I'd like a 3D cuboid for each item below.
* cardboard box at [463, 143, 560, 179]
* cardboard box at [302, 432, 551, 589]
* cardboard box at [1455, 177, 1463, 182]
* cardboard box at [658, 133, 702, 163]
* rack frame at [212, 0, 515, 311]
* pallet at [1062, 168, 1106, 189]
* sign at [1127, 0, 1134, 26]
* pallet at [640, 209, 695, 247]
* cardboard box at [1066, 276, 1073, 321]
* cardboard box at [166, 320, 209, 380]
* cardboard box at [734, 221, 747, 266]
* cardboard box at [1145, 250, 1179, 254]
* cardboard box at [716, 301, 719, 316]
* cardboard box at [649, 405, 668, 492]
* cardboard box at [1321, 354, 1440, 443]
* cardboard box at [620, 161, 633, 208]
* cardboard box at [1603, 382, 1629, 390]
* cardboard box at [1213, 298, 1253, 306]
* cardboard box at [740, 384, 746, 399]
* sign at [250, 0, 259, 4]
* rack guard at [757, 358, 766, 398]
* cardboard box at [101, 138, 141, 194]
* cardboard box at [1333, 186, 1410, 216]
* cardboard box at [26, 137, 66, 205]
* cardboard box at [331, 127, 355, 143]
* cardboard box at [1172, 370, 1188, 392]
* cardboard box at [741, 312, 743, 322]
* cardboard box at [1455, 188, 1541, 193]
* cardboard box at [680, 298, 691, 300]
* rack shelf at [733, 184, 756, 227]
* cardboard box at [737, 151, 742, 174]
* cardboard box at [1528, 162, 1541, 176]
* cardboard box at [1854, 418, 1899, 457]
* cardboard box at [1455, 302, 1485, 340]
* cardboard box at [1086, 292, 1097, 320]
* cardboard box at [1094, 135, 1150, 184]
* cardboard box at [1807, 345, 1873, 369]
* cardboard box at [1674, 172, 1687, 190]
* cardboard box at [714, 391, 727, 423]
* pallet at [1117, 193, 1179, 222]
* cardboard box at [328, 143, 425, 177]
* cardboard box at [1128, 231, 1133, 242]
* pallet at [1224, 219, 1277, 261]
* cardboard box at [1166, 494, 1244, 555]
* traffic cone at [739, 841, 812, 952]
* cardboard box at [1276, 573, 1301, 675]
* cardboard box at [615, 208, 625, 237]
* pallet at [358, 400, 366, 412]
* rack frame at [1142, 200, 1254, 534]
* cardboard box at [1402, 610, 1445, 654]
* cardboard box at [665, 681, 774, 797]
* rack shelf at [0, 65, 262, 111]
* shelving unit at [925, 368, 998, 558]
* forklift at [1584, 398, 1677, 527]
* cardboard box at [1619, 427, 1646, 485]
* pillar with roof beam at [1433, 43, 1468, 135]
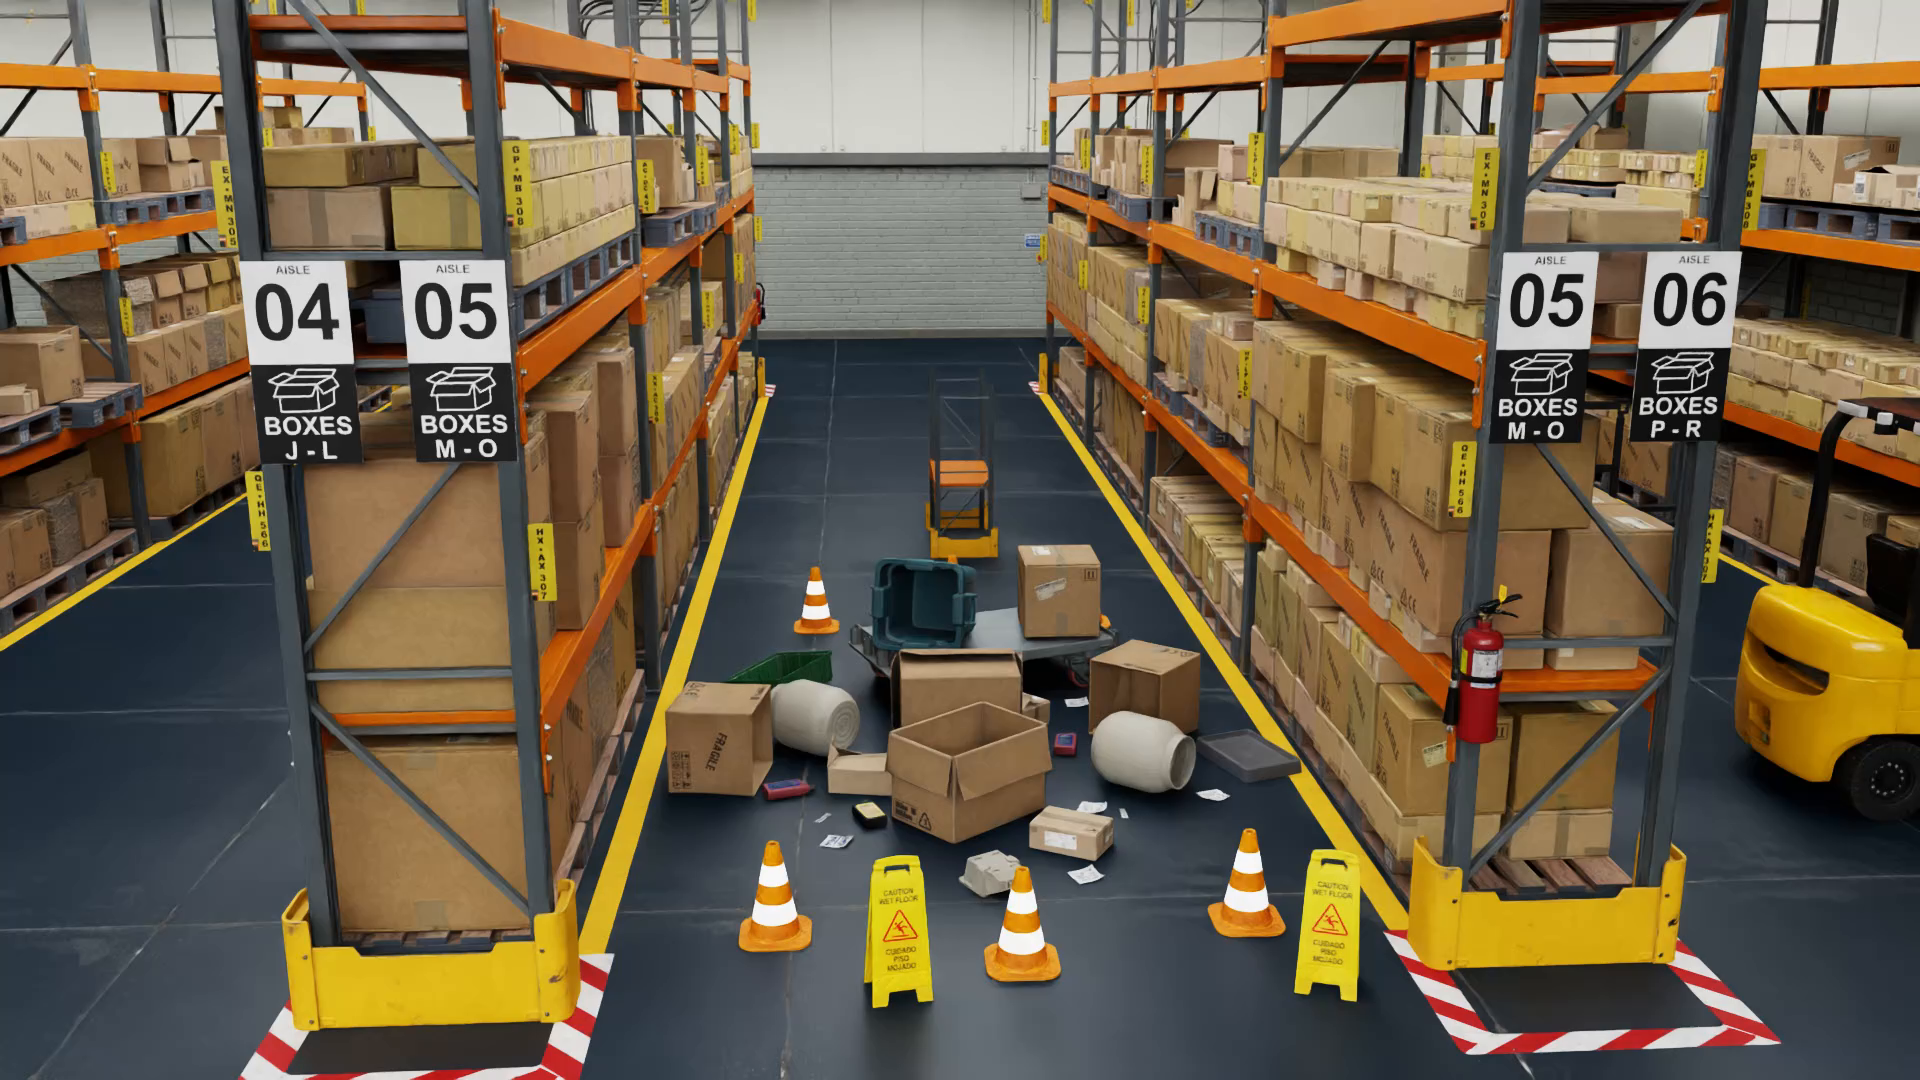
[{"bbox_3d":[-2.000,-1.690,7.416,0.380,0.149,0.250,-1,14,-3],"label":"cardboard box"},{"bbox_3d":[-2.235,-0.133,7.055,0.875,0.550,0.550,-1,14,-3],"label":"cardboard box"},{"bbox_3d":[6.432,-4.468,20.857,0.380,0.149,0.250,-1,14,-3],"label":"cardboard box"},{"bbox_3d":[-2.528,-3.539,15.004,0.396,0.266,0.258,-1,14,-3],"label":"cardboard box"},{"bbox_3d":[-2.251,-2.350,6.100,1.000,3.000,0.127,-1,14,-3],"label":"rack frame"},{"bbox_3d":[1.827,-4.446,20.446,1.003,0.211,1.213,-1,14,-3],"label":"pallet"},{"bbox_3d":[2.234,-6.926,21.853,0.100,0.325,0.005,-1,14,-3],"label":"sign"},{"bbox_3d":[-2.582,-2.358,12.530,1.003,0.211,1.213,0,14,-1],"label":"pallet"},{"bbox_3d":[1.573,-2.943,20.244,0.500,0.500,0.500,-1,14,-4],"label":"cardboard box"},{"bbox_3d":[-7.531,-1.812,15.847,0.500,0.500,0.500,-1,14,-4],"label":"cardboard box"},{"bbox_3d":[-2.857,-3.604,20.208,0.500,0.500,0.500,-1,14,-5],"label":"cardboard box"},{"bbox_3d":[2.258,-2.827,17.788,0.500,0.500,0.500,-1,14,-2],"label":"cardboard box"},{"bbox_3d":[-2.743,-2.431,17.521,0.380,0.149,0.250,0,14,-1],"label":"cardboard box"},{"bbox_3d":[-2.263,-0.623,11.226,0.500,0.500,0.500,-1,14,-3],"label":"cardboard box"},{"bbox_3d":[2.383,-0.724,9.016,0.700,0.500,0.500,-1,14,-4],"label":"cardboard box"},{"bbox_3d":[-2.212,-2.097,9.796,0.500,0.250,0.500,-1,14,-4],"label":"cardboard box"},{"bbox_3d":[7.292,-1.639,18.248,0.380,0.149,0.250,-2,15,-6],"label":"cardboard box"},{"bbox_3d":[2.493,-1.823,14.450,0.500,0.500,0.500,-1,14,-5],"label":"cardboard box"},{"bbox_3d":[-2.814,-1.812,20.331,0.380,0.149,0.250,-1,14,-4],"label":"cardboard box"},{"bbox_3d":[-7.410,-5.785,17.417,0.100,0.325,0.005,-1,14,-3],"label":"sign"},{"bbox_3d":[-3.238,-2.194,22.551,1.175,0.500,0.348,-1,14,-3],"label":"rack guard"},{"bbox_3d":[-7.954,-3.451,15.356,0.500,0.500,0.500,0,14,0],"label":"cardboard box"},{"bbox_3d":[2.265,-1.852,9.087,0.380,0.149,0.250,-1,14,-4],"label":"cardboard box"},{"bbox_3d":[-7.382,-2.884,12.991,0.500,0.500,0.500,-1,14,-4],"label":"cardboard box"},{"bbox_3d":[-8.113,-4.997,21.163,0.700,0.500,0.500,-2,15,-7],"label":"cardboard box"},{"bbox_3d":[1.974,-1.325,13.819,0.380,0.149,0.250,-1,14,-3],"label":"cardboard box"},{"bbox_3d":[-2.816,-2.709,20.041,0.380,0.149,0.250,0,14,-1],"label":"cardboard box"},{"bbox_3d":[2.864,-1.798,8.880,0.380,0.149,0.250,-1,14,-3],"label":"cardboard box"},{"bbox_3d":[-2.677,-2.311,16.455,0.380,0.149,0.250,-1,14,-4],"label":"cardboard box"},{"bbox_3d":[-3.118,-4.031,20.096,1.077,0.370,4.000,-1,14,-3],"label":"rack shelf"},{"bbox_3d":[-2.828,-4.424,19.478,0.500,0.250,0.500,-1,14,-2],"label":"cardboard box"},{"bbox_3d":[6.515,-4.110,18.423,0.380,0.149,0.250,-1,14,-3],"label":"cardboard box"},{"bbox_3d":[7.060,-0.792,12.386,0.500,0.250,0.500,-1,14,-4],"label":"cardboard box"},{"bbox_3d":[2.382,-0.961,7.228,0.380,0.149,0.250,-1,14,-3],"label":"cardboard box"},{"bbox_3d":[1.686,-2.586,18.355,0.500,0.250,0.500,-1,14,-5],"label":"cardboard box"},{"bbox_3d":[1.705,-4.011,17.533,0.500,0.500,0.500,-1,14,-4],"label":"cardboard box"},{"bbox_3d":[6.944,-1.445,13.118,0.380,0.149,0.250,-1,14,-5],"label":"cardboard box"},{"bbox_3d":[6.883,-3.335,15.451,0.380,0.149,0.250,-1,14,-5],"label":"cardboard box"},{"bbox_3d":[-2.631,-1.344,16.900,0.500,0.250,0.500,-2,15,-6],"label":"cardboard box"},{"bbox_3d":[2.095,-3.056,15.244,1.213,0.211,1.003,0,14,-1],"label":"pallet"},{"bbox_3d":[-2.672,-1.744,7.627,0.380,0.149,0.250,-1,14,-3],"label":"cardboard box"},{"bbox_3d":[2.147,-3.523,19.191,0.380,0.149,0.250,-1,14,-3],"label":"cardboard box"},{"bbox_3d":[2.503,-2.058,11.361,1.213,0.211,1.003,-1,14,-3],"label":"pallet"},{"bbox_3d":[2.266,-0.142,13.990,0.950,0.372,0.625,-1,14,-5],"label":"cardboard box"},{"bbox_3d":[-0.867,1.630,7.762,0.336,0.463,0.334,-1,14,-3],"label":"traffic cone"},{"bbox_3d":[2.247,0.508,10.202,0.500,0.500,0.500,0,14,-1],"label":"cardboard box"},{"bbox_3d":[-2.124,-1.809,9.480,0.380,0.149,0.250,-1,14,-3],"label":"cardboard box"},{"bbox_3d":[-7.999,-1.521,20.516,1.003,0.211,1.213,-1,14,-3],"label":"pallet"},{"bbox_3d":[2.188,-1.536,14.975,1.000,3.000,0.127,-1,14,-3],"label":"rack frame"},{"bbox_3d":[2.320,0.425,7.860,0.380,0.149,0.250,-1,14,-4],"label":"cardboard box"},{"bbox_3d":[-1.378,1.140,9.586,0.500,0.500,0.500,2,15,6],"label":"cardboard box"},{"bbox_3d":[-7.827,-4.243,15.705,1.077,0.370,4.000,-1,14,-3],"label":"rack shelf"},{"bbox_3d":[0.005,-0.707,14.766,0.587,1.500,1.083,-1,14,-3],"label":"shelving unit"},{"bbox_3d":[5.421,-1.438,14.734,3.031,2.935,1.130,0,14,-1],"label":"forklift"},{"bbox_3d":[6.880,-0.832,16.416,0.500,0.500,0.500,-1,14,-4],"label":"cardboard box"},{"bbox_3d":[3.082,-7.126,24.663,9.100,9.000,0.400,-1,14,-3],"label":"pillar with roof beam"}]
